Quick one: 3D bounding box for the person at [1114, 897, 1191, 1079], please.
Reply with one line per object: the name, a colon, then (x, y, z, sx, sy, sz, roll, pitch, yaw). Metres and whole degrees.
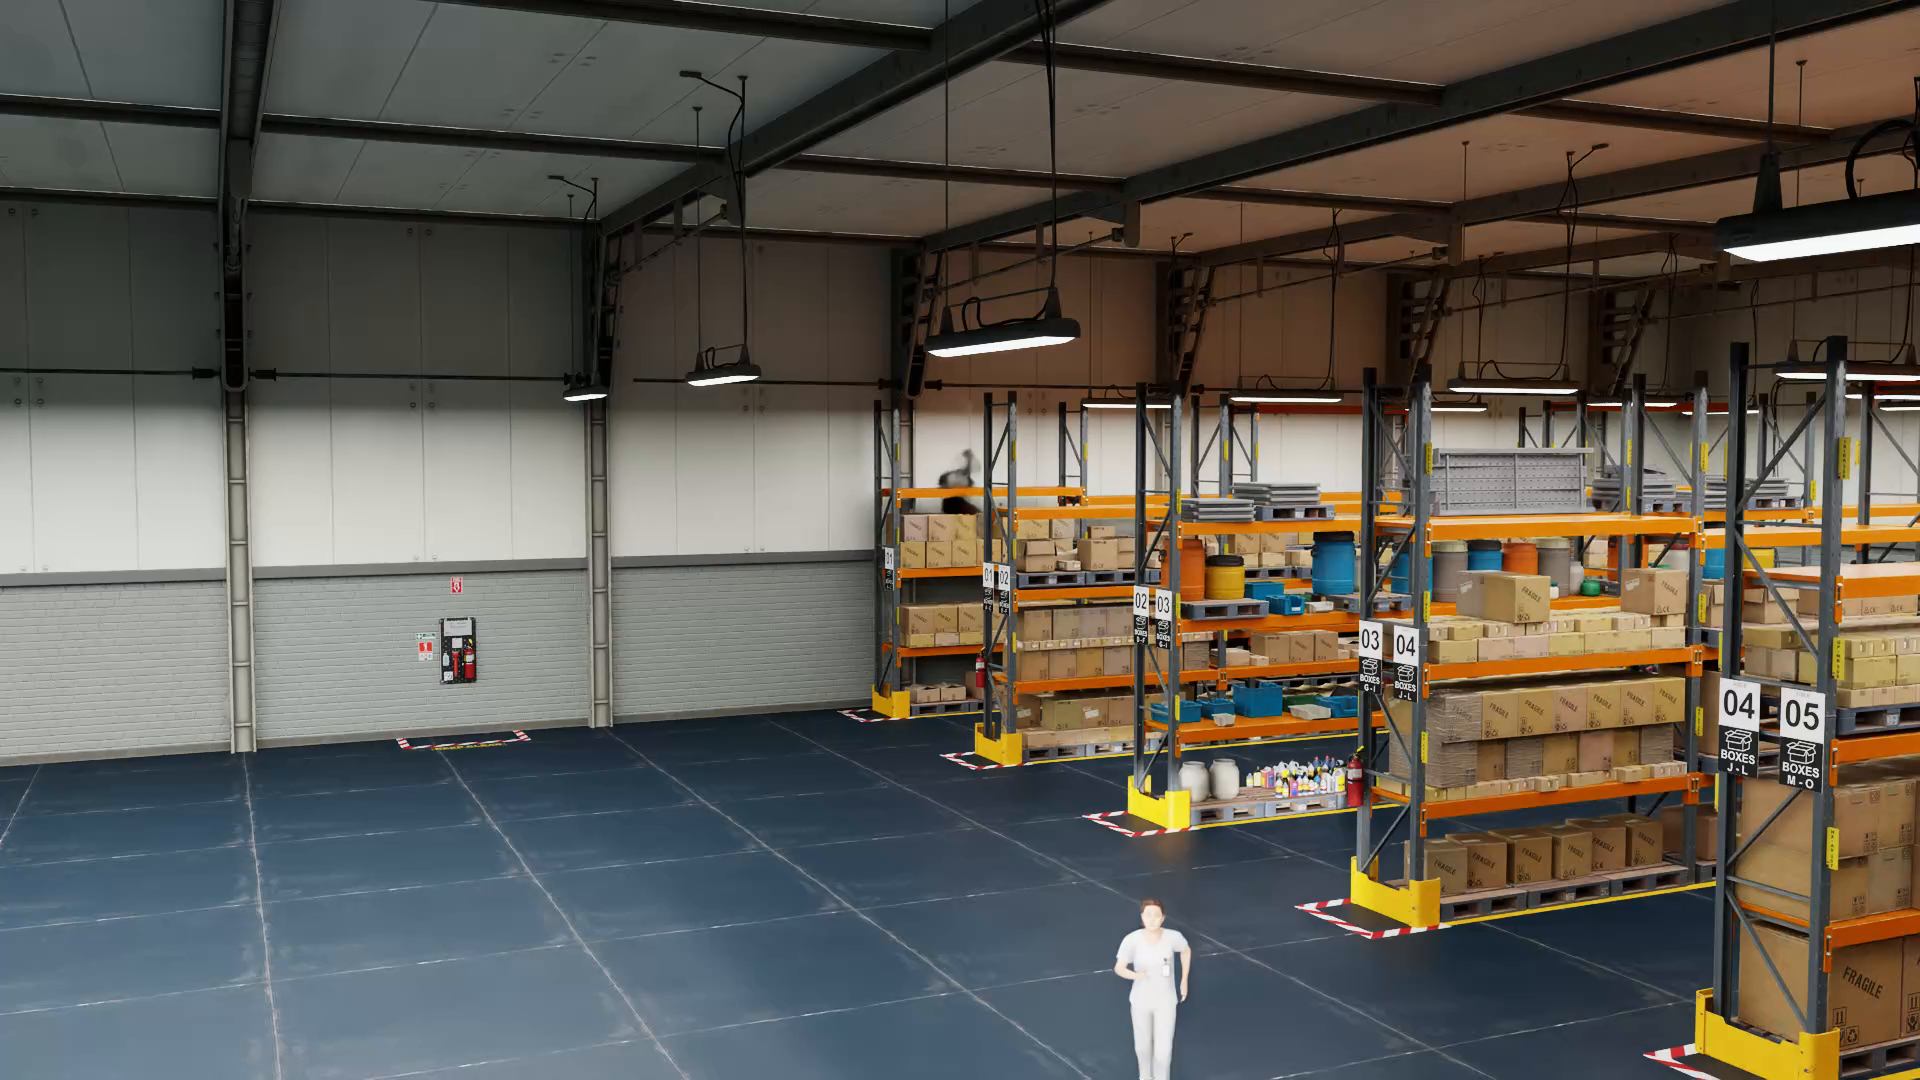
person: (1.473, 3.572, 12.733, 0.566, 1.721, 0.831, 1, 3, 10)
